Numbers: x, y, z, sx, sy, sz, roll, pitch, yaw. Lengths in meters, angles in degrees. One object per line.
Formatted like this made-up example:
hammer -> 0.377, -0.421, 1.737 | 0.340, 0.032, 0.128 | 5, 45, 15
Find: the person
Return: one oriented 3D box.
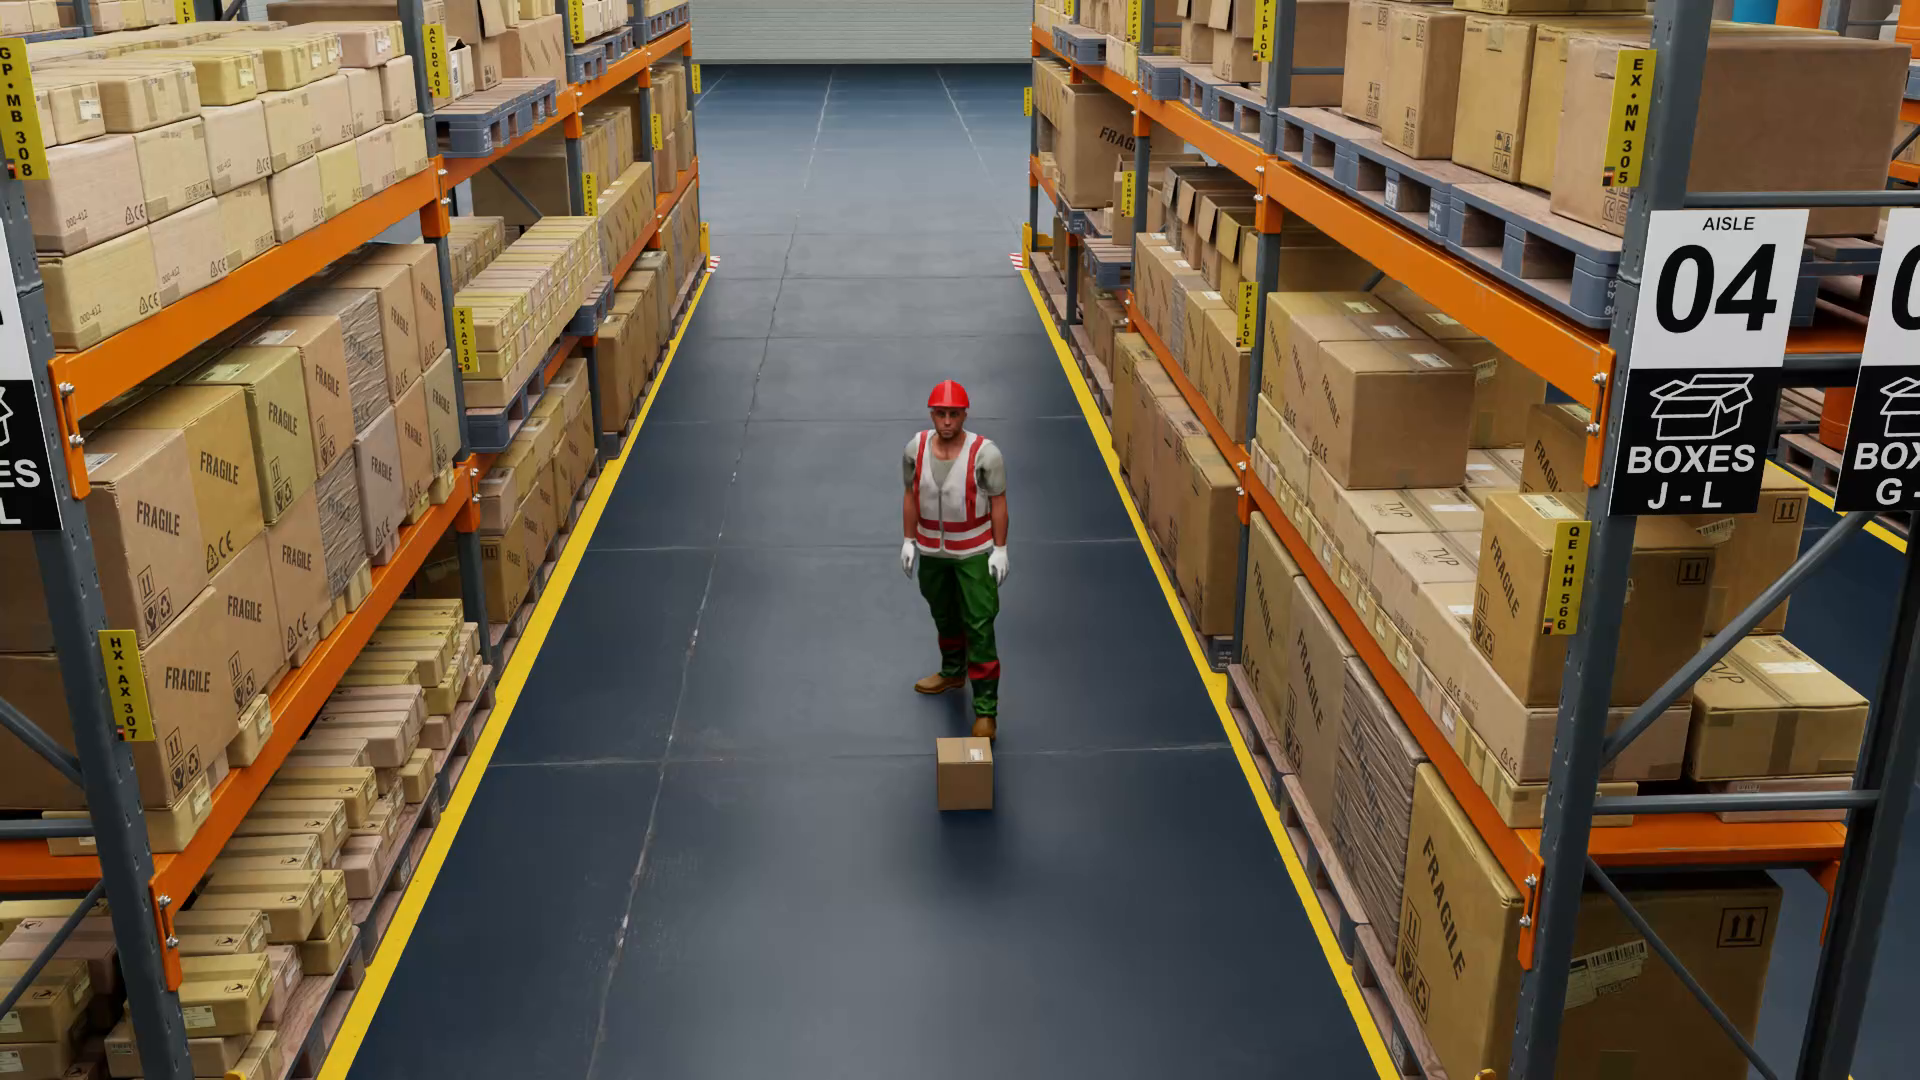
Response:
person -> -0.018, 0.067, 8.308 | 0.648, 1.766, 0.739 | 8, 22, 22
